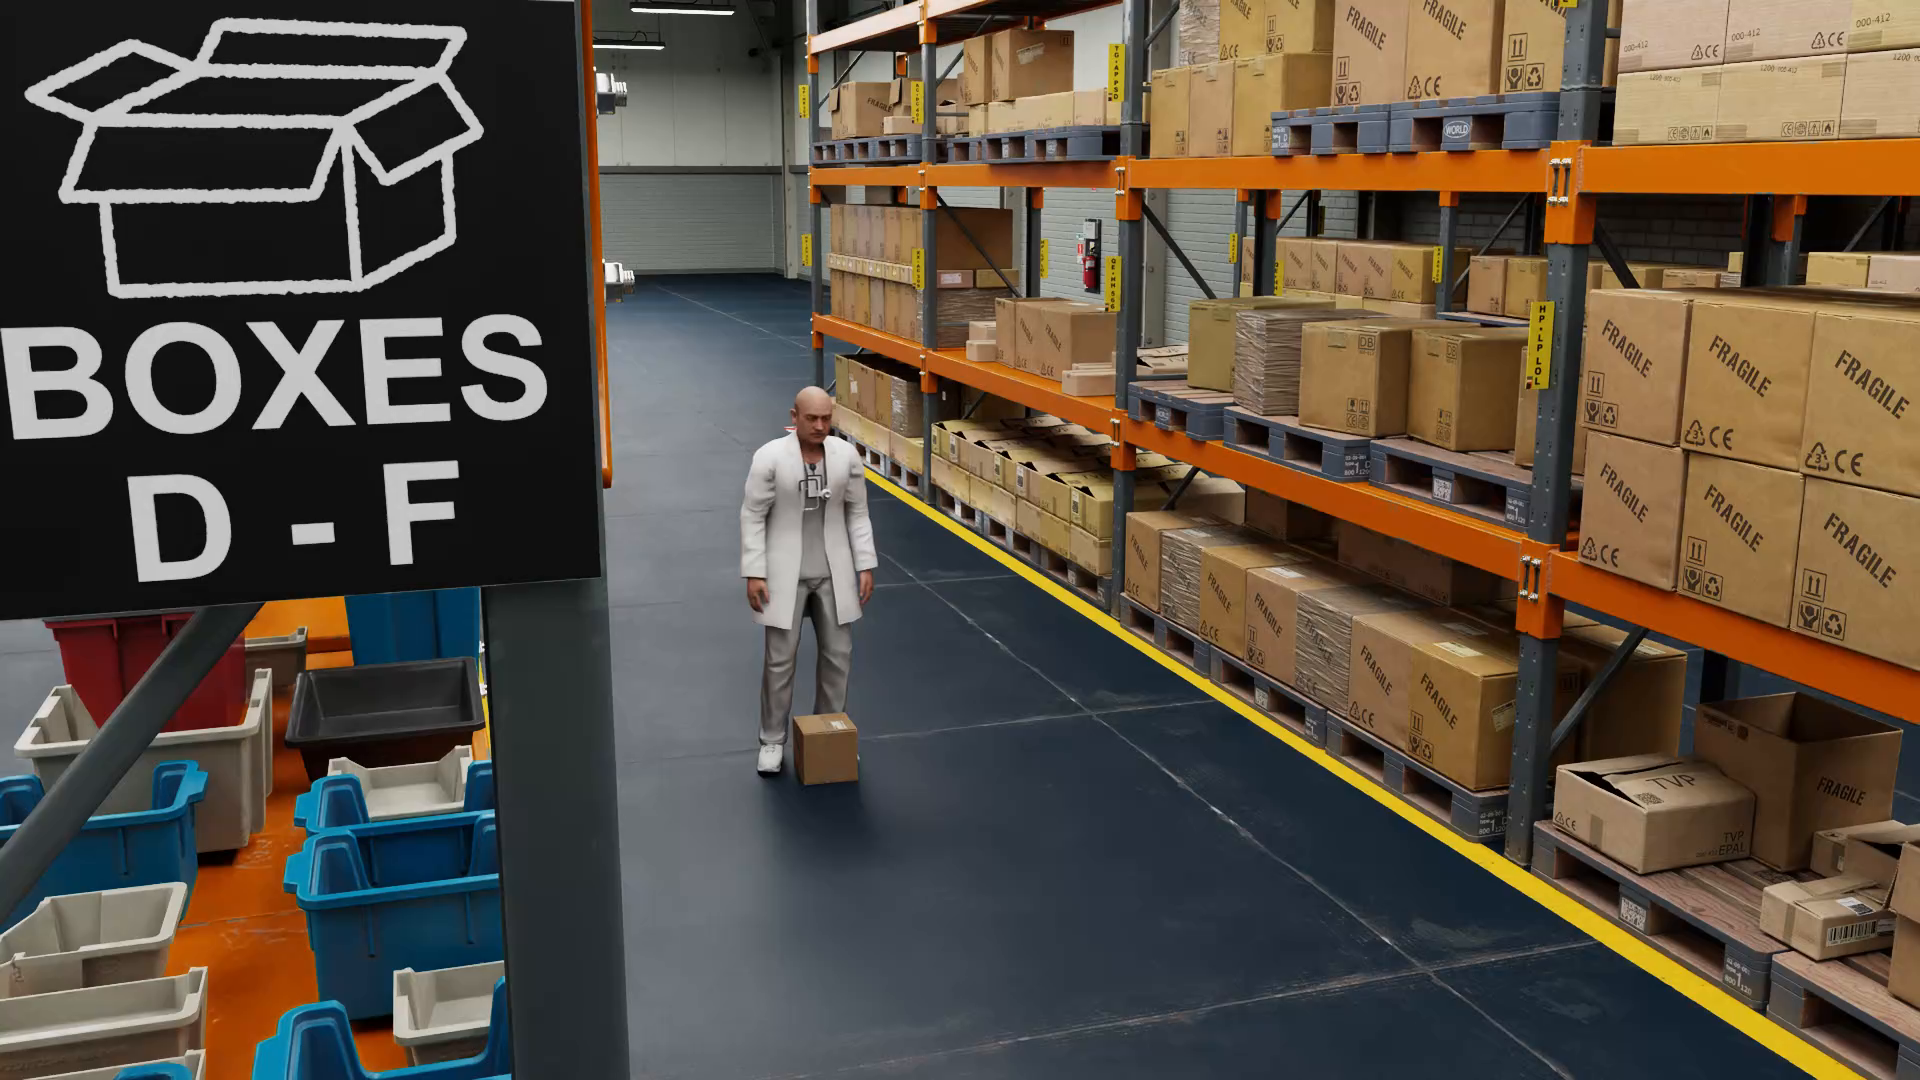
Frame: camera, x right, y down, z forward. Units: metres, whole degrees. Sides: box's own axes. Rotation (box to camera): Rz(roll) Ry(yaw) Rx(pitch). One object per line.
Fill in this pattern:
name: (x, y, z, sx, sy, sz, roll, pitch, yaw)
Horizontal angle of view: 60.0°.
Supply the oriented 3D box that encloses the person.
person: (-0.700, 0.167, 7.730, 0.656, 1.774, 0.416, -4, 13, -20)
